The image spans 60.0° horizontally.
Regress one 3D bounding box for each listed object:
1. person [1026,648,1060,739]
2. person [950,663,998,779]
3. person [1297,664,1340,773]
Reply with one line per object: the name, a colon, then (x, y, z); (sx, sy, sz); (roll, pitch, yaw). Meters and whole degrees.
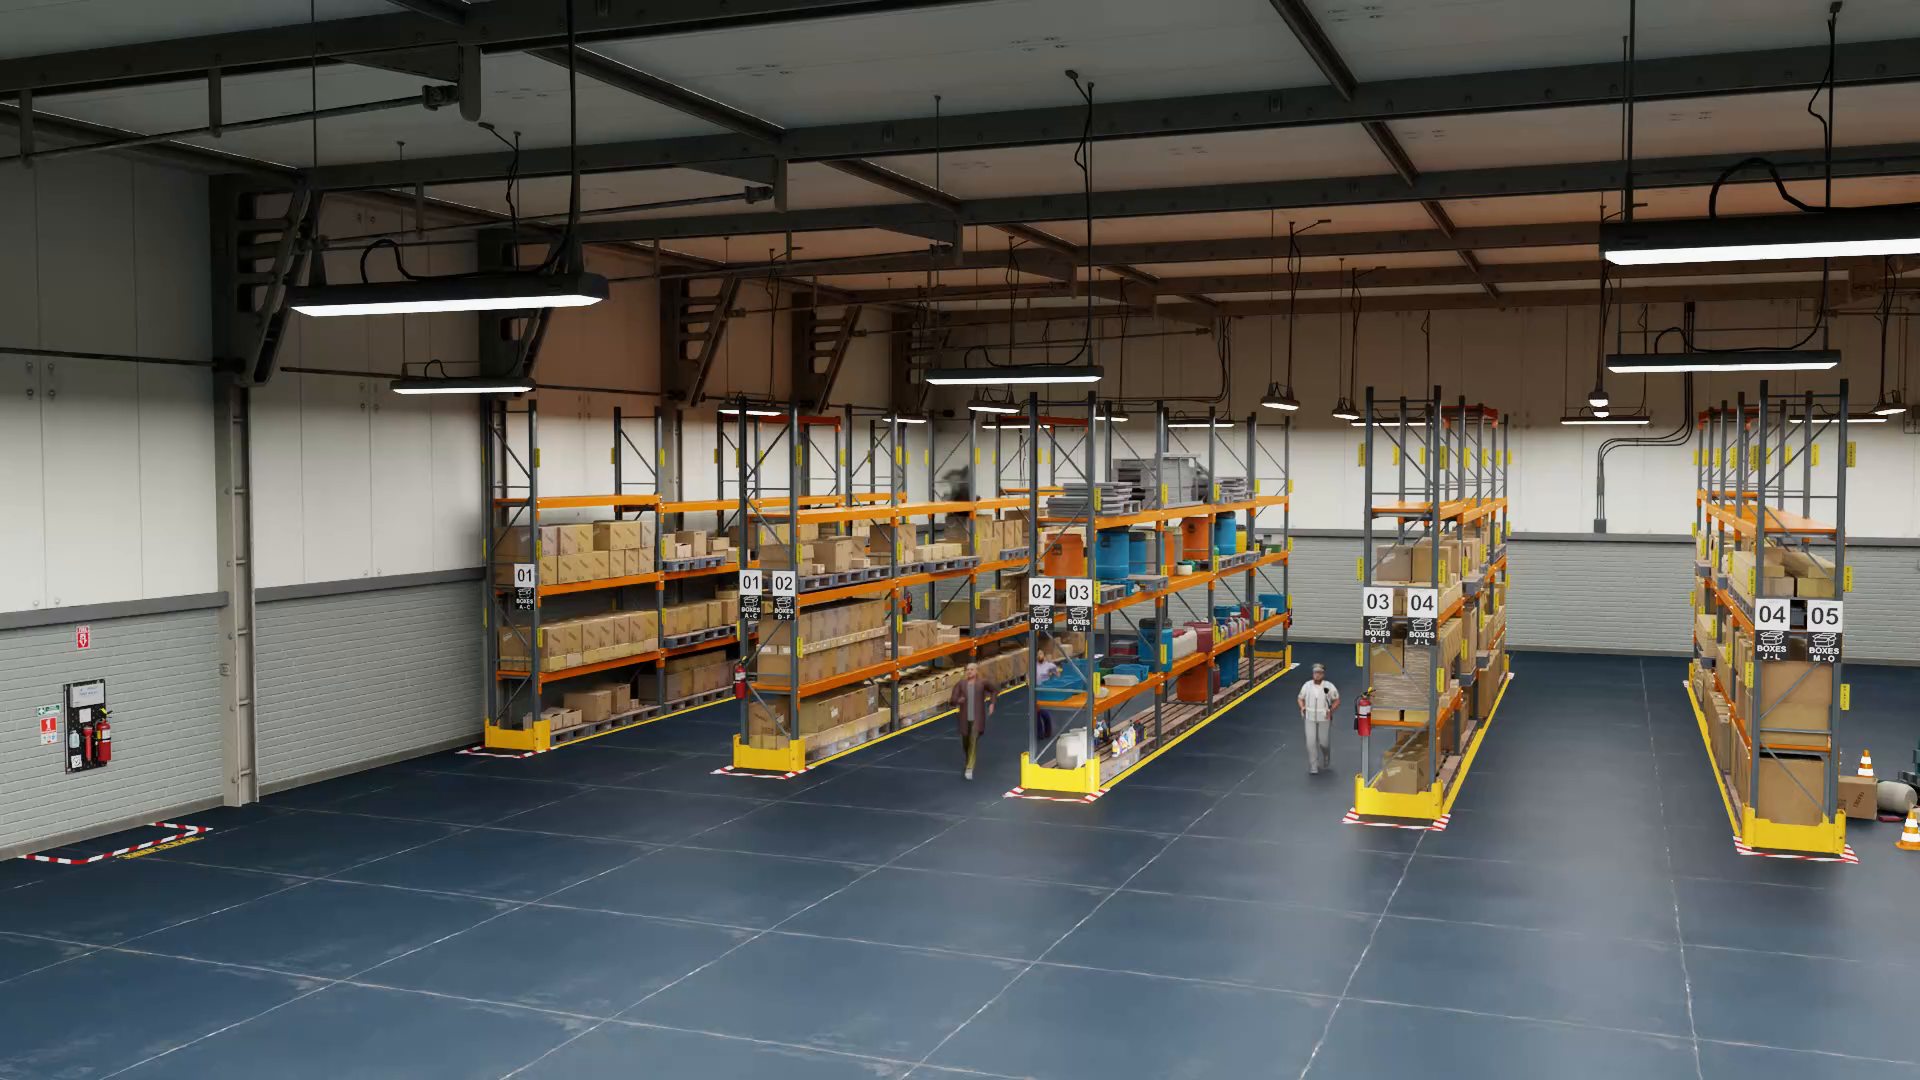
person: (1.425, 2.736, 29.491); (0.591, 1.618, 0.569); (1, 3, 21)
person: (0.182, 2.814, 26.196); (0.729, 1.733, 1.129); (1, 3, 16)
person: (5.694, 2.829, 26.470); (0.661, 1.725, 0.628); (1, 3, 20)
